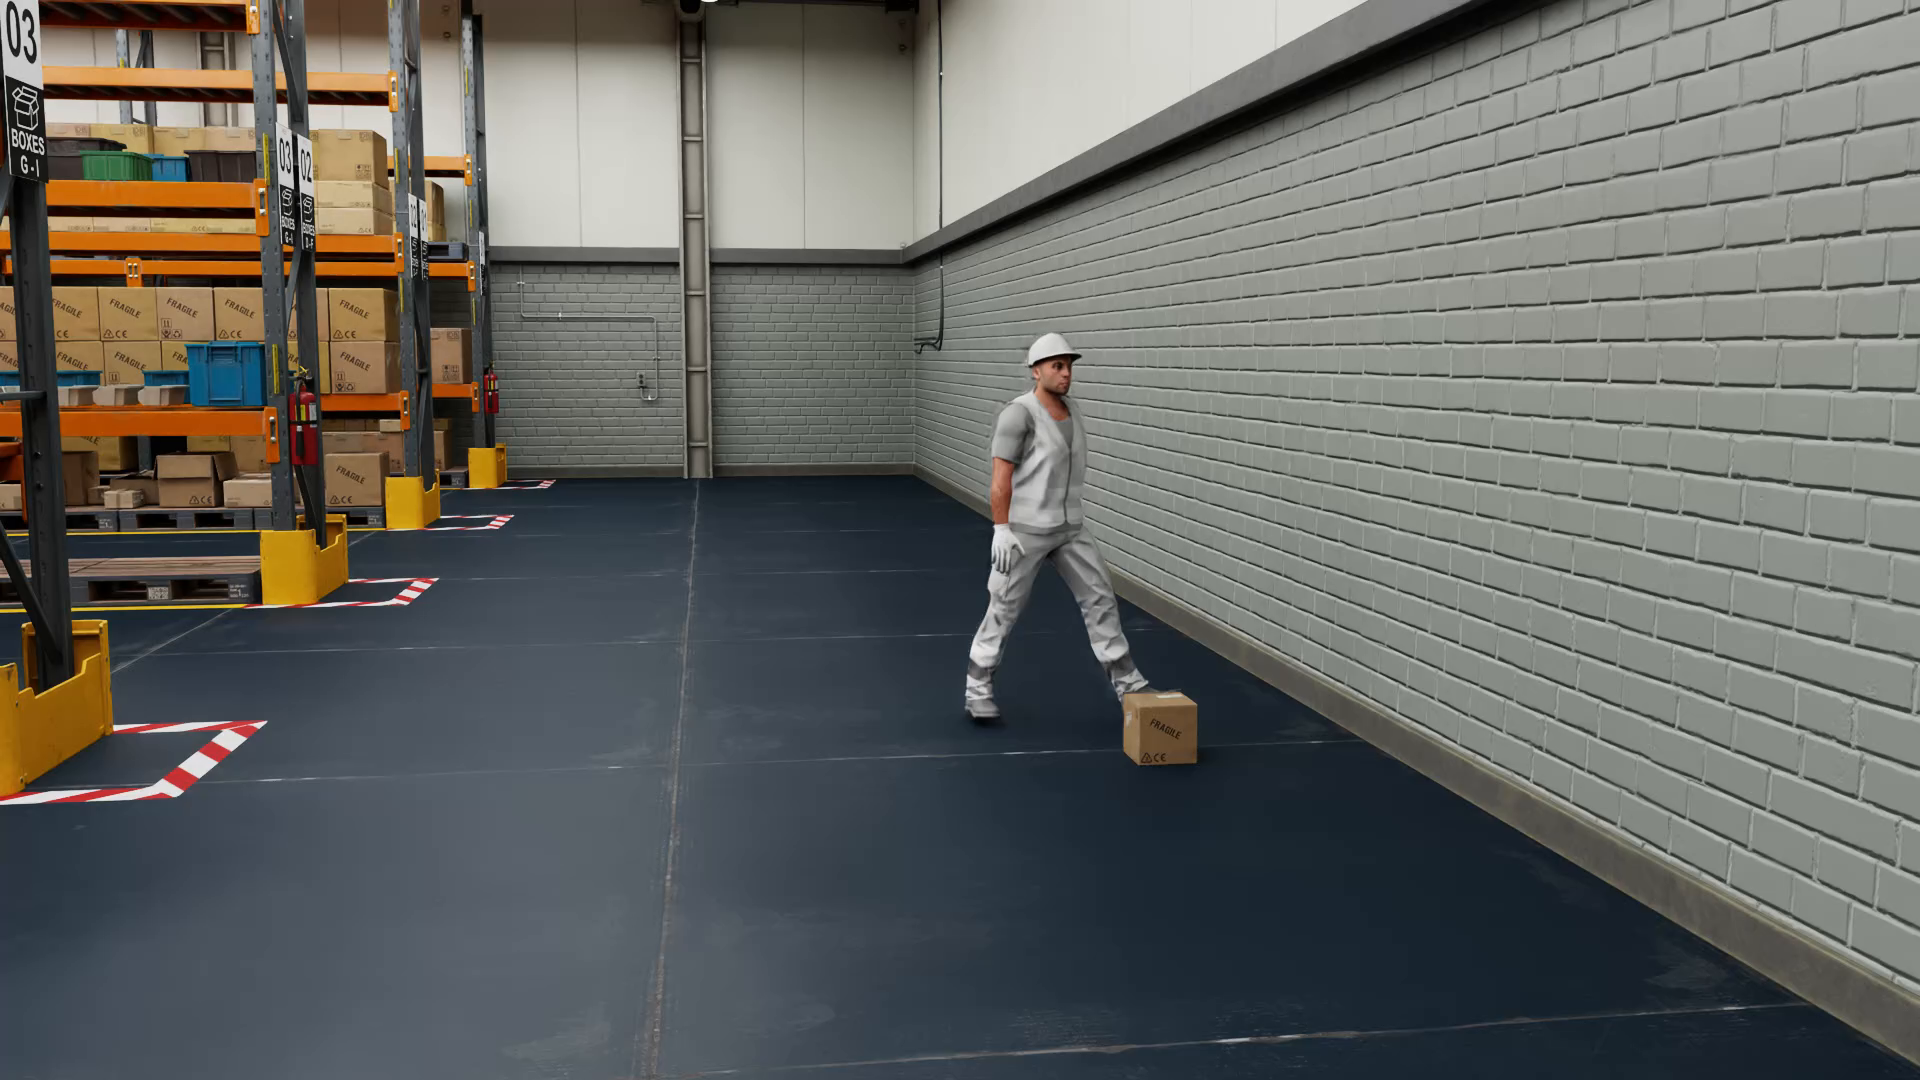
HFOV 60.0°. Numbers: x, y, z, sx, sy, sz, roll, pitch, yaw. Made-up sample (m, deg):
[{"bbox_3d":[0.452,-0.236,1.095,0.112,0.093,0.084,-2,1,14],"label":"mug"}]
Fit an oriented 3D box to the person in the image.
[{"bbox_3d":[0.475,-0.052,7.524,0.762,1.755,0.829,-6,9,-43],"label":"person"}]
